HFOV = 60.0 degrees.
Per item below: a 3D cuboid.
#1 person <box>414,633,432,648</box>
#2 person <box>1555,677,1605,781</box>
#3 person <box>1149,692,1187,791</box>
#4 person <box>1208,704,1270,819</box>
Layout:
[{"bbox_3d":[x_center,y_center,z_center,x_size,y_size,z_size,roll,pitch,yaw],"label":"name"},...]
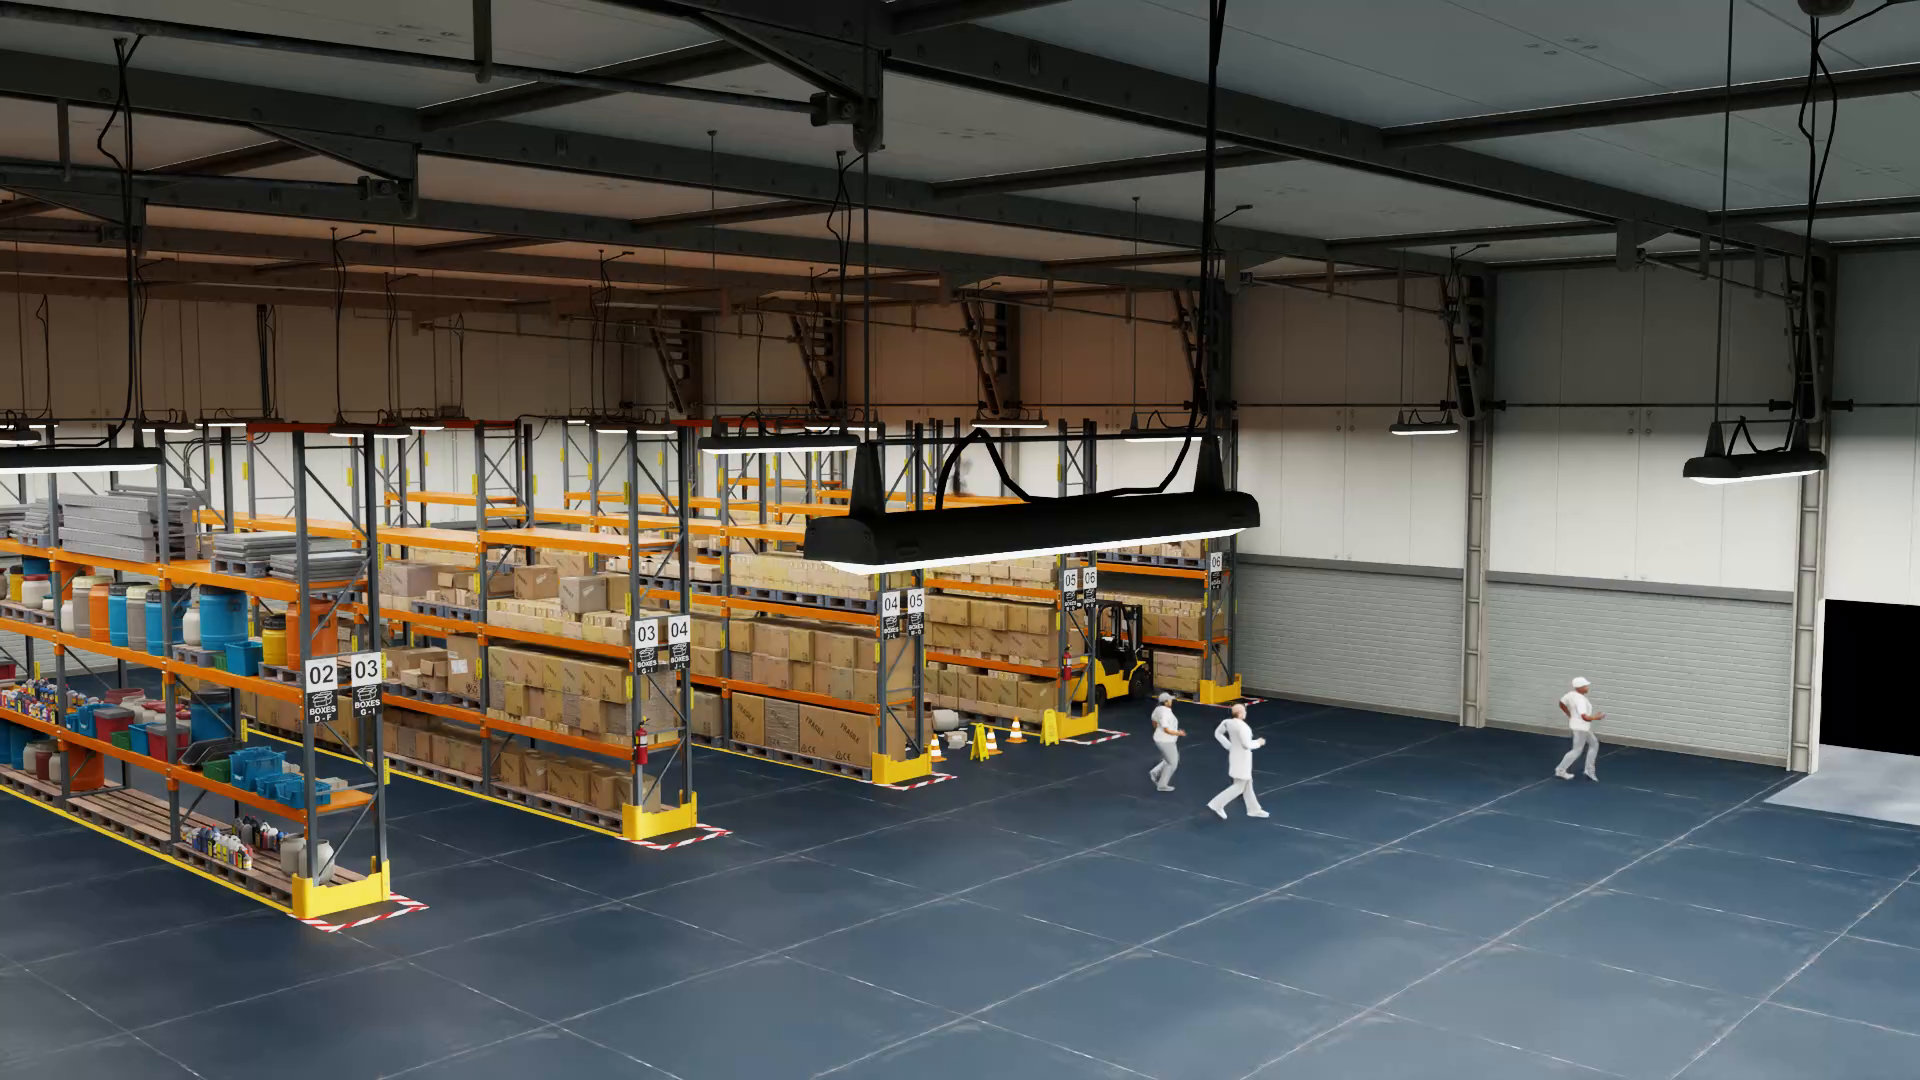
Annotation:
[{"bbox_3d":[-13.119,2.211,40.220,0.932,1.616,0.619,1,5,6],"label":"person"},{"bbox_3d":[10.409,3.190,27.940,0.757,1.802,0.707,1,5,12],"label":"person"},{"bbox_3d":[3.401,3.295,27.225,0.561,1.620,0.600,-1,5,-7],"label":"person"},{"bbox_3d":[4.228,3.357,25.152,1.051,1.768,0.707,-1,5,-14],"label":"person"}]
